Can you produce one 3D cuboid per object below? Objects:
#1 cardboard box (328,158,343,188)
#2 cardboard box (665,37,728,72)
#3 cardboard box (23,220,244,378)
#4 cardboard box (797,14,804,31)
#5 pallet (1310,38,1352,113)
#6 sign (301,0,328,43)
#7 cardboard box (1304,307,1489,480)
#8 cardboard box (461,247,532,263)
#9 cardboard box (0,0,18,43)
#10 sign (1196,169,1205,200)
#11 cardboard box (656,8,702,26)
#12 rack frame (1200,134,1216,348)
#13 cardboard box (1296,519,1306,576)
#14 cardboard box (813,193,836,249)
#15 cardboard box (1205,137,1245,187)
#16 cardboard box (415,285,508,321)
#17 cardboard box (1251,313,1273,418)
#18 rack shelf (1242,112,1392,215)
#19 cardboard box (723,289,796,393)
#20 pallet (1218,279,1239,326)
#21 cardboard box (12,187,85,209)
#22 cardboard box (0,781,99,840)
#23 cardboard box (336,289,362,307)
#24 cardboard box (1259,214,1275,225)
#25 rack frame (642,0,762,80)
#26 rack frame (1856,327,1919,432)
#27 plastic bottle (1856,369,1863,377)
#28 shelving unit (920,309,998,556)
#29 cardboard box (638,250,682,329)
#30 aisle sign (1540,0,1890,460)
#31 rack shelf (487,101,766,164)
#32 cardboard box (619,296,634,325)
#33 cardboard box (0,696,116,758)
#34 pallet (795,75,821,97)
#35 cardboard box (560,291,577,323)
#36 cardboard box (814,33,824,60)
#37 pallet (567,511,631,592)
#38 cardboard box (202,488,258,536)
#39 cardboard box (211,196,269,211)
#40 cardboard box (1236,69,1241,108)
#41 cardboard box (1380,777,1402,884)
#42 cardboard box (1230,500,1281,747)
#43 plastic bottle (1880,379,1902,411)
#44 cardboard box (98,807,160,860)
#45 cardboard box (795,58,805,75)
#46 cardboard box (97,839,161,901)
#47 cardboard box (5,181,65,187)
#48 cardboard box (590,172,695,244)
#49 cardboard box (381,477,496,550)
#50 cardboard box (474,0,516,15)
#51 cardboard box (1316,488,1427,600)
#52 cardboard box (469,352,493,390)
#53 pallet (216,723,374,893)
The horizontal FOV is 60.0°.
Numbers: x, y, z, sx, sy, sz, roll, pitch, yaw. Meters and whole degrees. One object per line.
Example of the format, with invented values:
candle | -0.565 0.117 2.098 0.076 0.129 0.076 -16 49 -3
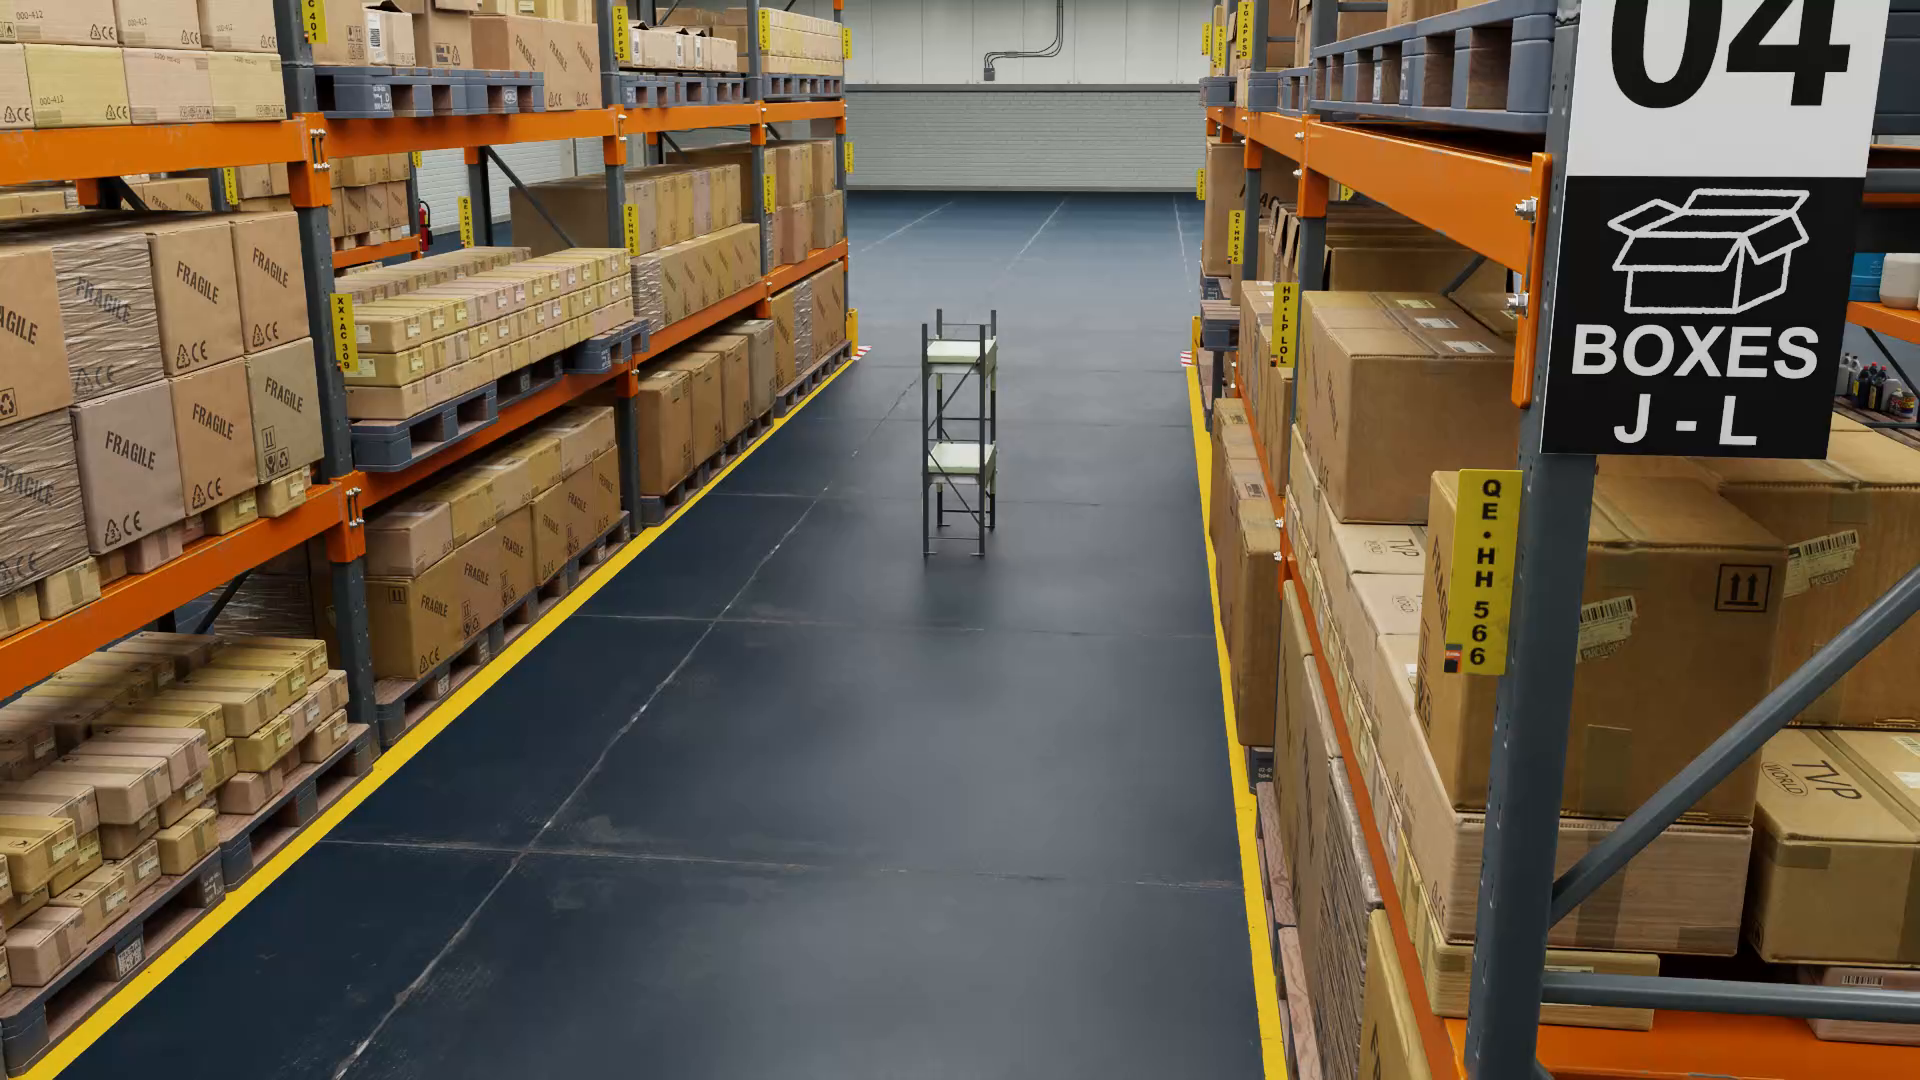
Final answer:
cardboard box | -6.754 -3.841 16.943 0.700 0.500 0.500 2 15 6
cardboard box | -2.141 -3.840 13.160 0.500 0.250 0.500 2 15 6
cardboard box | -2.960 -0.875 5.976 0.500 0.500 0.500 1 15 4
cardboard box | -1.699 -4.917 15.811 0.380 0.149 0.250 2 15 6
pallet | 1.691 -1.486 5.334 1.003 0.211 1.213 2 15 6
sign | -2.583 -2.148 6.624 0.100 0.325 0.005 2 15 6
cardboard box | 1.423 -0.482 5.477 0.500 0.500 0.500 2 15 6
cardboard box | -2.917 -1.756 10.445 0.380 0.149 0.250 2 15 6
cardboard box | -3.084 -1.548 4.723 0.500 0.250 0.500 1 15 4
sign | 2.609 -3.839 17.954 0.100 0.325 0.005 2 15 6
cardboard box | -2.496 -4.607 14.663 0.380 0.149 0.250 2 15 6
rack frame | 3.148 -3.405 18.008 1.000 3.000 0.127 2 15 6
cardboard box | 1.371 0.032 5.778 0.380 0.149 0.250 2 15 8
cardboard box | -1.806 -3.409 17.735 0.875 0.550 0.550 2 15 6
cardboard box | 2.752 -3.815 16.849 0.500 0.500 0.500 2 15 6
cardboard box | -2.506 -1.192 8.361 0.380 0.149 0.250 2 15 6
cardboard box | 1.751 -0.864 8.419 0.500 0.500 0.500 2 15 6
rack shelf | 2.020 -1.912 8.118 1.077 0.370 4.000 2 15 6
cardboard box | -2.080 -1.878 15.626 0.875 0.875 0.875 2 15 7
pallet | 2.428 -1.752 12.263 1.003 0.211 1.213 2 15 6
cardboard box | -7.151 -2.529 13.203 0.500 0.500 0.500 1 15 4
cardboard box | -3.116 0.923 5.519 0.380 0.149 0.250 2 15 6
cardboard box | -3.182 -1.148 8.199 0.380 0.149 0.250 2 15 6
cardboard box | 2.593 -2.168 12.430 0.797 0.503 0.637 3 15 12
rack frame | -2.220 -5.436 14.025 1.000 3.000 0.127 2 15 6
rack frame | 7.618 -2.222 13.631 1.000 3.000 0.127 2 15 6
plastic bottle | 8.122 -1.402 14.985 0.097 0.271 0.097 0 15 0
shelving unit | 0.001 -0.726 10.973 0.431 1.500 0.755 2 15 6
cardboard box | -2.298 -1.791 11.848 0.500 0.500 0.500 2 15 6
aisle sign | 1.036 -0.500 2.285 0.394 0.787 0.004 2 15 6
rack shelf | -2.446 -3.122 12.592 1.077 0.370 4.000 2 15 6
cardboard box | -2.271 -1.442 10.426 0.380 0.149 0.250 2 15 7
cardboard box | -3.444 0.710 6.308 0.380 0.149 0.250 1 15 5
pallet | -1.977 -4.472 16.379 1.003 0.211 1.213 2 15 6
cardboard box | -2.390 -1.319 9.400 0.380 0.149 0.250 2 15 6
cardboard box | -1.661 -4.952 16.705 0.500 0.250 0.500 2 15 6
pallet | -2.761 0.046 10.586 1.003 0.211 1.213 2 15 6
cardboard box | -2.933 -0.125 6.359 0.380 0.149 0.250 2 15 8
cardboard box | -6.824 -2.957 15.590 0.500 0.500 0.500 2 15 6
cardboard box | 2.157 -3.095 11.404 0.500 0.250 0.500 2 15 8
cardboard box | 1.113 0.631 3.563 0.380 0.149 0.250 2 15 6
cardboard box | 1.846 0.364 7.336 1.225 0.875 0.875 2 15 6
plastic bottle | 8.099 -1.274 14.501 0.152 0.276 0.135 2 15 8
cardboard box | -3.059 0.994 5.826 0.380 0.149 0.250 1 15 4
cardboard box | -1.700 -4.532 15.915 0.380 0.149 0.250 2 15 6
cardboard box | -3.042 1.154 5.803 0.380 0.149 0.250 2 15 7
cardboard box | -7.575 -2.971 13.593 0.380 0.149 0.250 3 15 9
cardboard box | -2.442 -2.546 12.725 0.700 0.500 0.500 2 15 6
cardboard box | -2.719 -0.145 8.499 0.500 0.250 0.500 2 15 8
cardboard box | -2.584 -2.921 8.815 0.396 0.266 0.258 2 15 6
cardboard box | 1.367 0.014 5.082 0.500 0.250 0.500 2 15 8
cardboard box | -2.535 -0.837 8.187 0.380 0.149 0.250 2 15 7
pallet | -3.164 1.056 6.851 1.003 0.211 1.213 2 15 6
